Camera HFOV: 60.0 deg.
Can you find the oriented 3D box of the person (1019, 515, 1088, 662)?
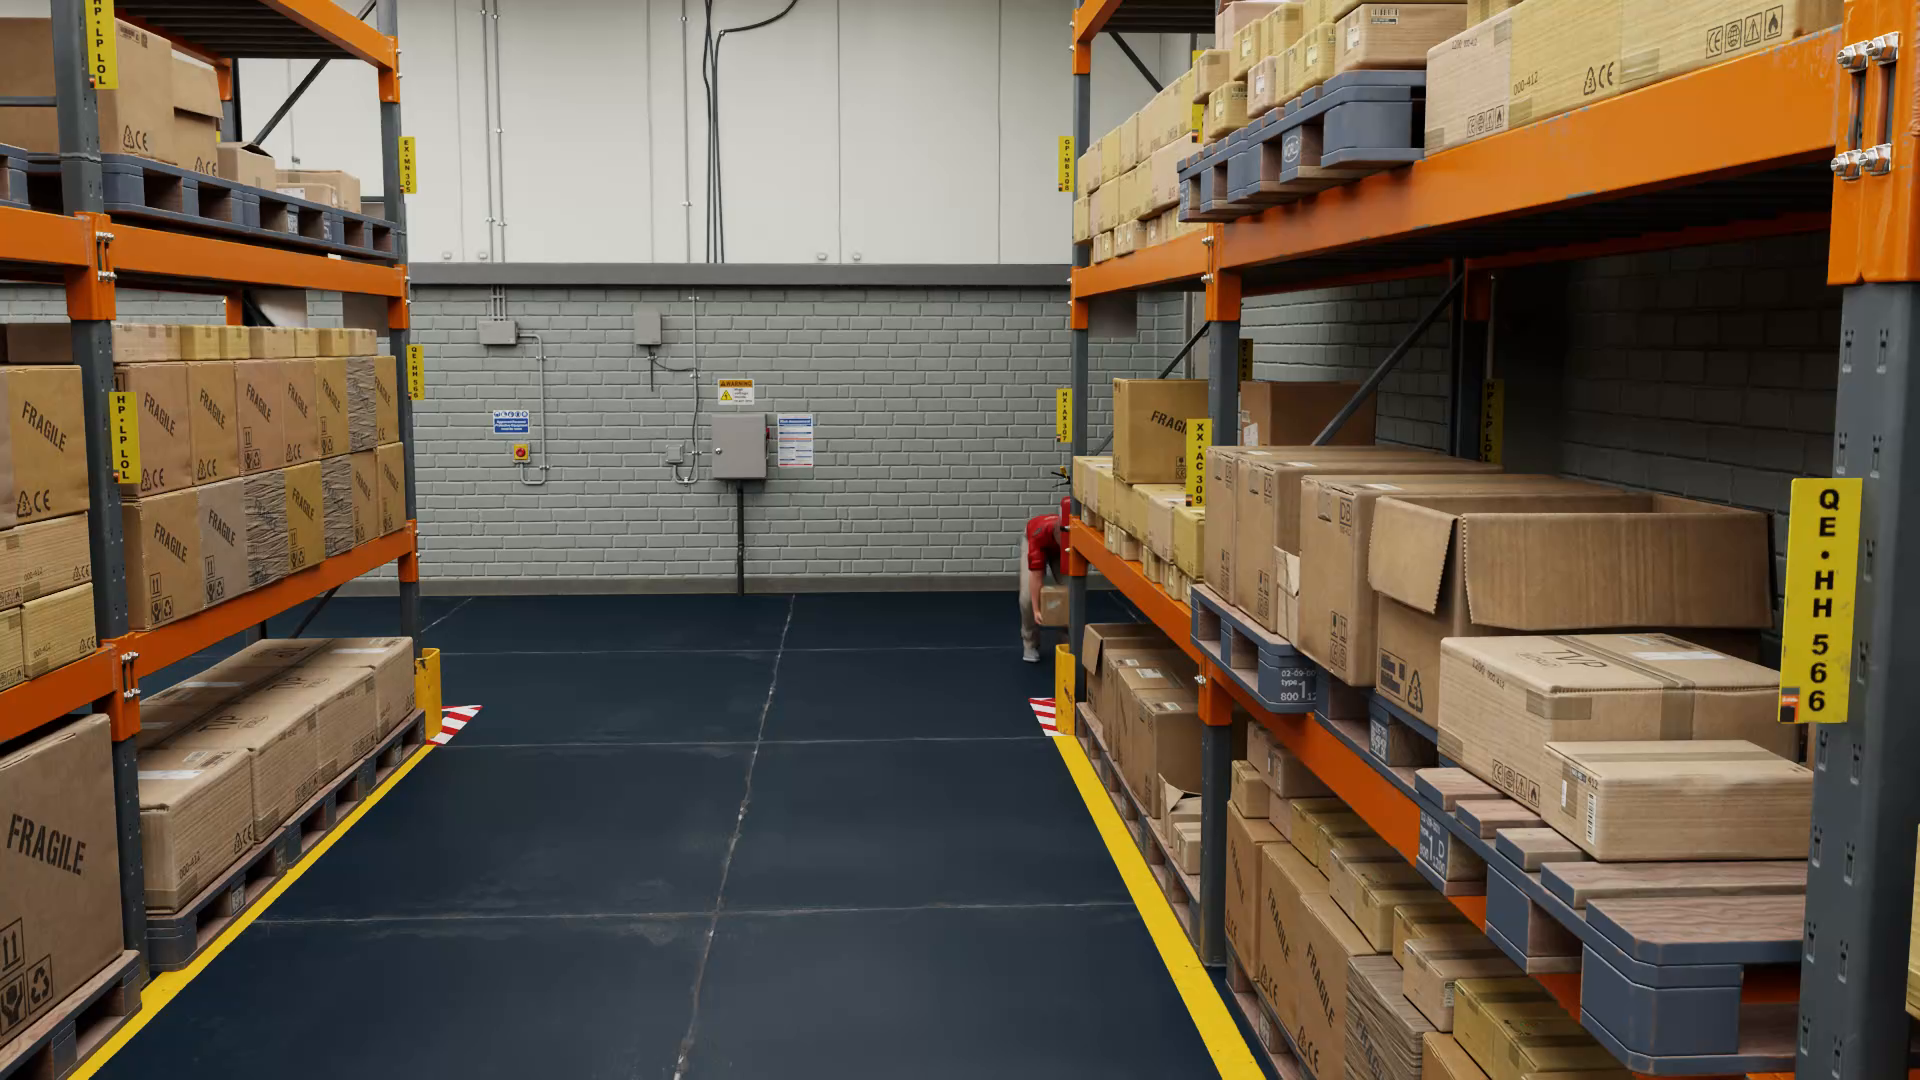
[{"bbox_3d":[0.701,0.357,12.274,0.490,1.151,0.950,-1,7,-6],"label":"person"}]
